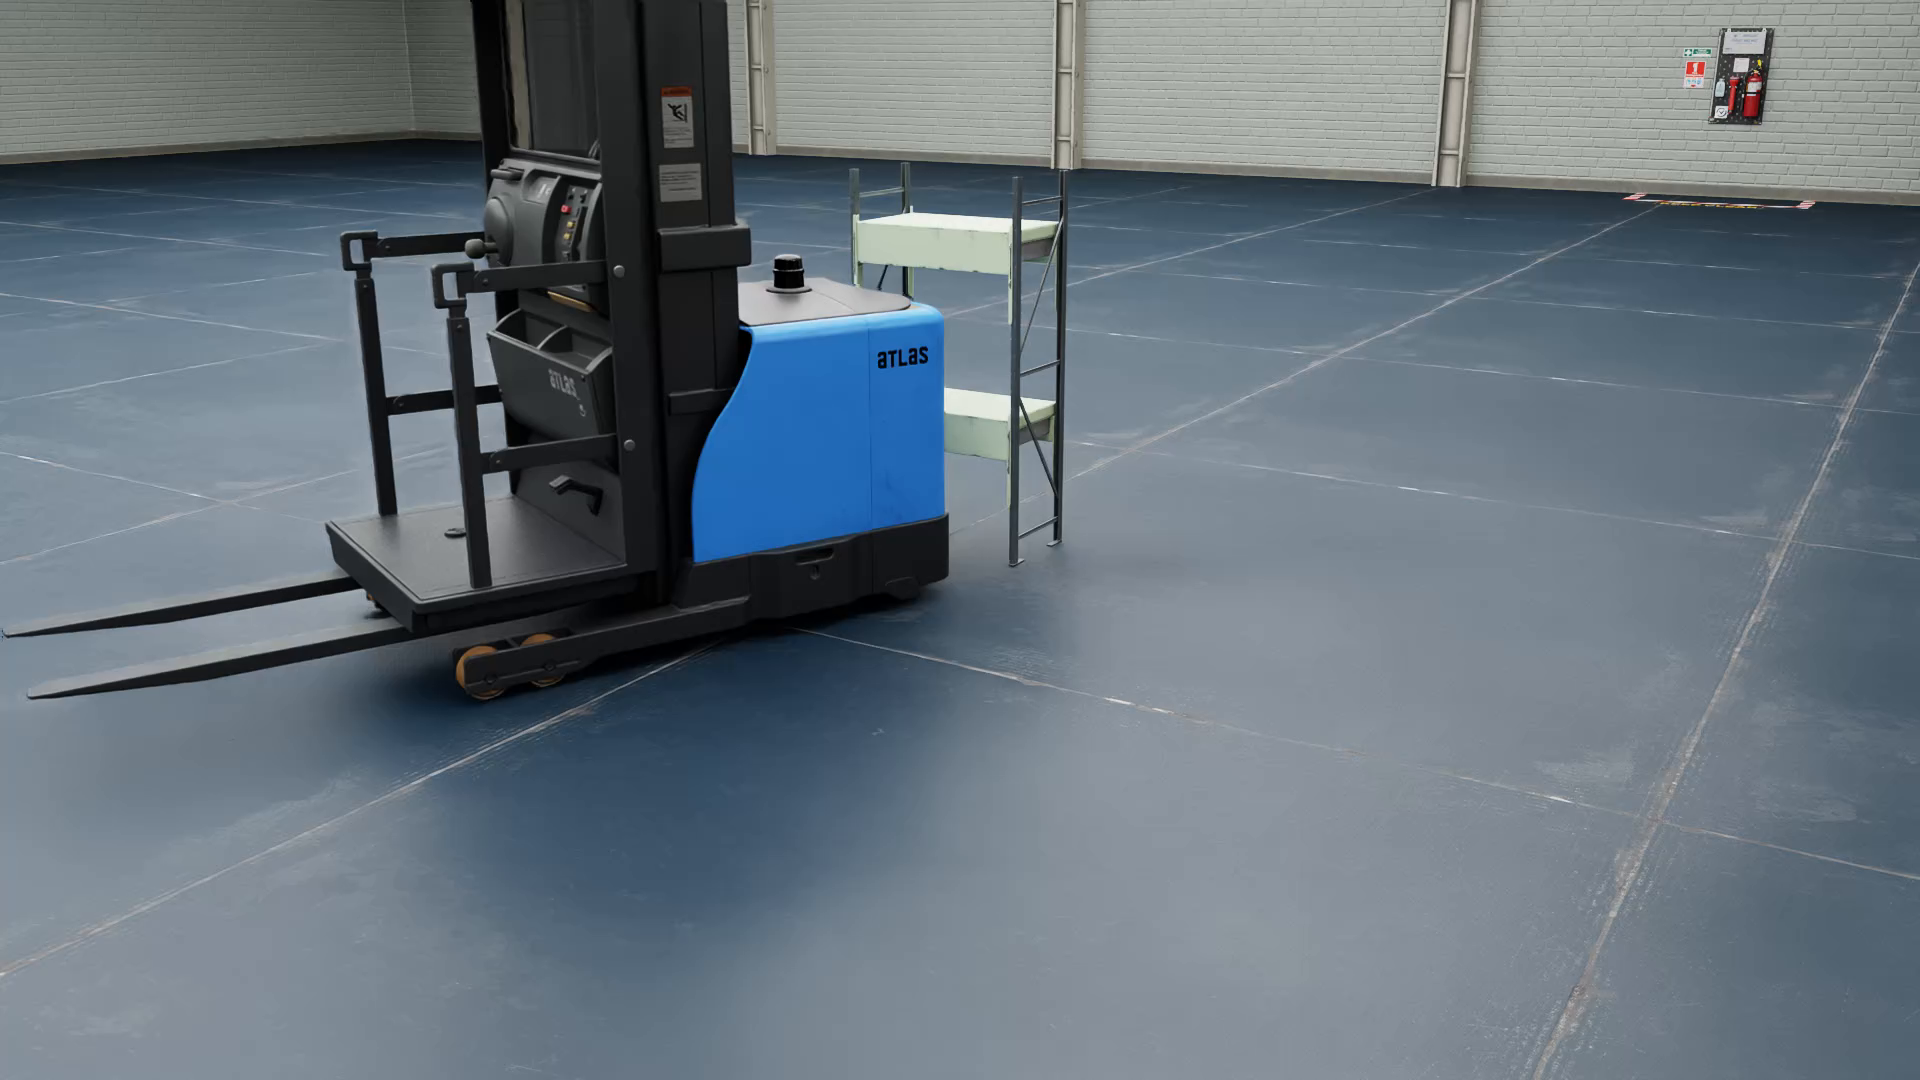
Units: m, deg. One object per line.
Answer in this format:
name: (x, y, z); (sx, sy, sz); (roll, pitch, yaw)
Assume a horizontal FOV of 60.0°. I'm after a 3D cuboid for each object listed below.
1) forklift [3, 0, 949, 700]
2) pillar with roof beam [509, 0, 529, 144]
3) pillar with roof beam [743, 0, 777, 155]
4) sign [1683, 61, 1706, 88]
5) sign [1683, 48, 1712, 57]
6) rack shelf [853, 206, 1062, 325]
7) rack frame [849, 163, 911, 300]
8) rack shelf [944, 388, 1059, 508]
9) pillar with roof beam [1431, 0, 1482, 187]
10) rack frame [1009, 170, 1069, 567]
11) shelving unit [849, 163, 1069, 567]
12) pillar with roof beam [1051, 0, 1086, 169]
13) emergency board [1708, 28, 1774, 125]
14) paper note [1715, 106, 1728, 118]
forklift: (-1.547, -1.075, 5.377); (3.031, 2.935, 1.130); (-11, 20, -33)
pillar with roof beam: (-10.810, -10.895, 27.264); (0.400, 9.000, 9.100); (10, 20, 30)
pillar with roof beam: (-5.698, -9.982, 24.260); (0.400, 9.000, 9.100); (10, 20, 30)
sign: (9.391, -5.952, 21.253); (0.234, 0.329, 0.001); (10, 20, 30)
sign: (9.390, -6.202, 21.166); (0.331, 0.109, 0.001); (10, 20, 30)
rack shelf: (-0.006, -1.092, 6.553); (0.720, 0.370, 0.431); (10, 20, 30)
rack frame: (-0.318, -0.774, 6.850); (0.023, 1.500, 0.400); (10, 20, 30)
rack shelf: (-0.006, -0.407, 6.761); (0.720, 0.370, 0.431); (10, 20, 30)
pillar with roof beam: (4.528, -8.157, 18.251); (0.400, 9.000, 9.100); (10, 20, 30)
rack frame: (0.306, -0.663, 6.483); (0.023, 1.500, 0.400); (10, 20, 30)
shelving unit: (-0.006, -0.719, 6.667); (0.755, 1.500, 0.431); (10, 20, 30)
pillar with roof beam: (-0.585, -9.069, 21.255); (0.400, 9.000, 9.100); (10, 20, 30)
emergency board: (9.808, -5.825, 20.897); (0.643, 1.169, 0.194); (10, 20, 30)
paper note: (9.693, -5.448, 21.170); (0.142, 0.148, 0.016); (10, 20, 30)
